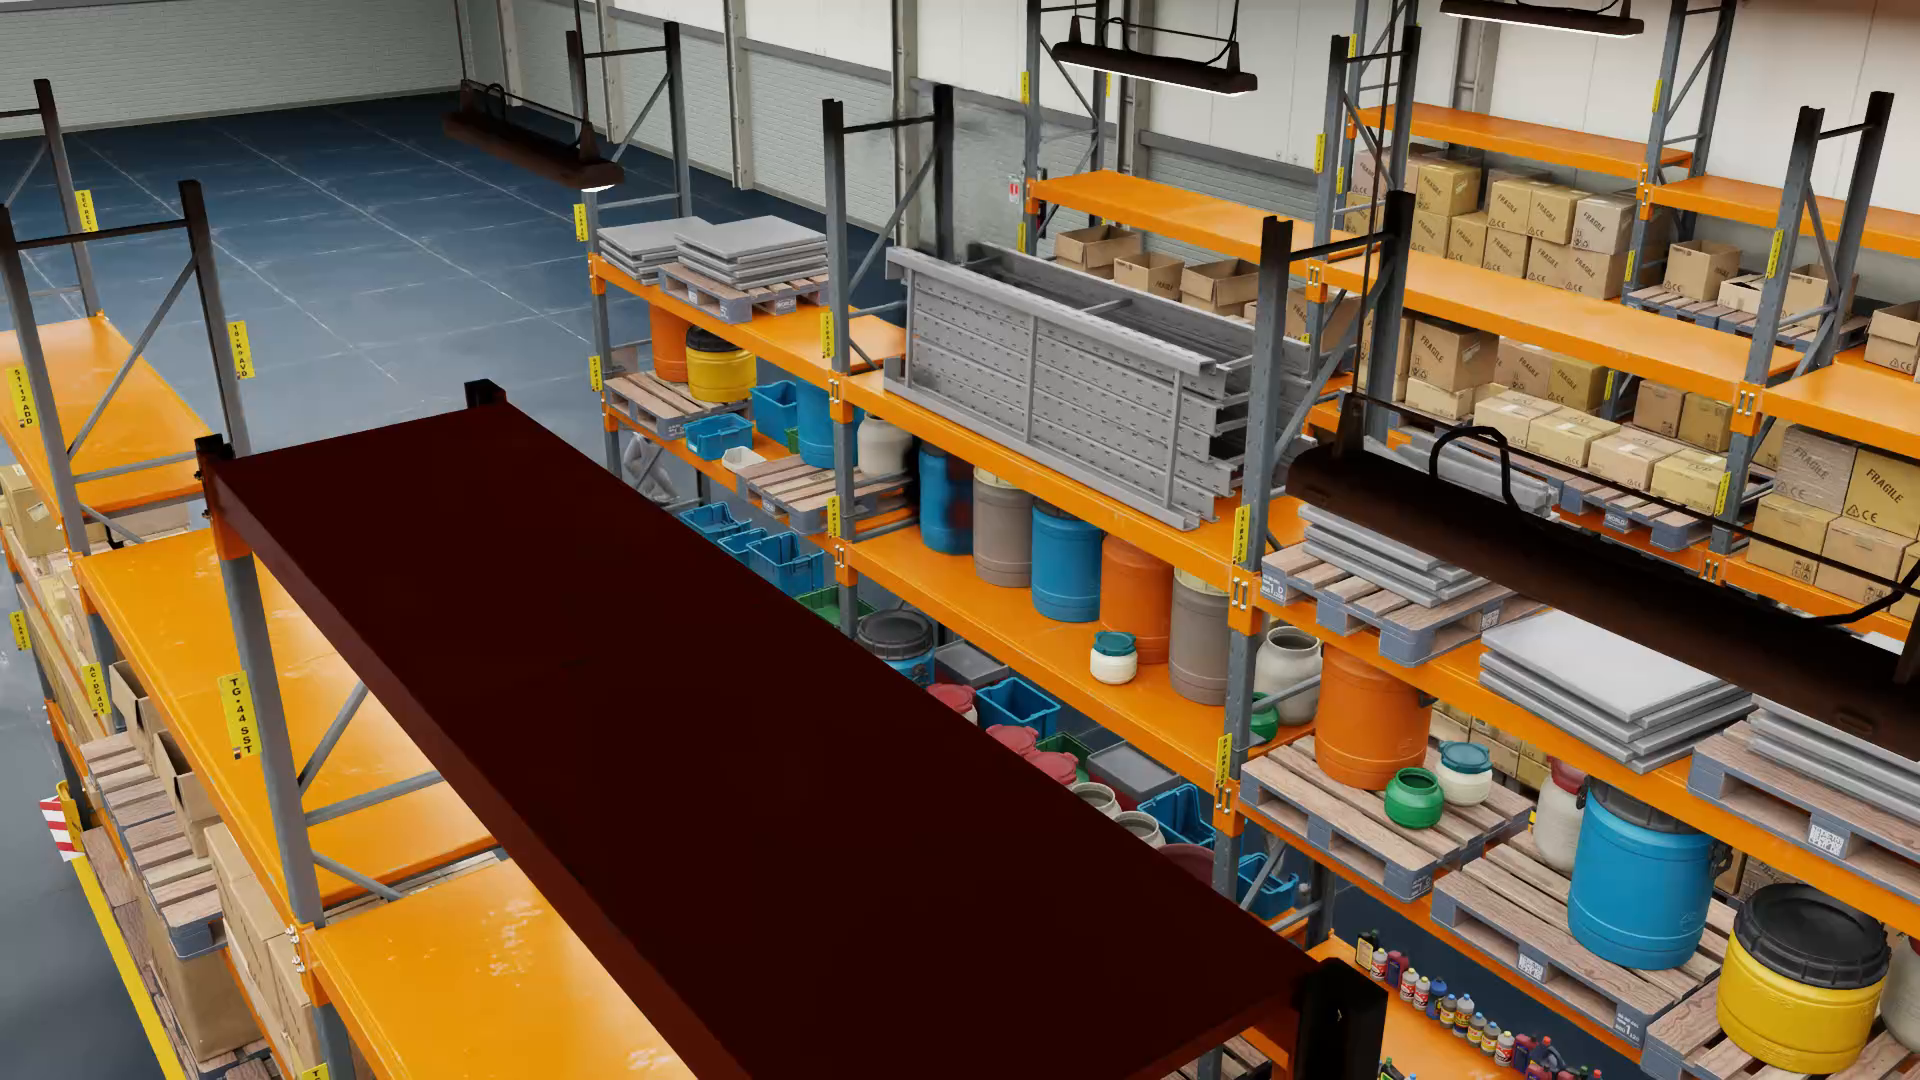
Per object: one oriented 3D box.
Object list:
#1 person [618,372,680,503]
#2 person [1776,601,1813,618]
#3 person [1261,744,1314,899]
[{"bbox_3d":[-3.701,-1.177,19.545,0.695,1.713,0.549,-8,26,-17],"label":"person"},{"bbox_3d":[7.437,0.941,14.931,0.607,1.651,0.941,-21,32,-38],"label":"person"},{"bbox_3d":[2.443,1.872,12.197,0.686,1.912,0.752,-18,30,-33],"label":"person"}]
